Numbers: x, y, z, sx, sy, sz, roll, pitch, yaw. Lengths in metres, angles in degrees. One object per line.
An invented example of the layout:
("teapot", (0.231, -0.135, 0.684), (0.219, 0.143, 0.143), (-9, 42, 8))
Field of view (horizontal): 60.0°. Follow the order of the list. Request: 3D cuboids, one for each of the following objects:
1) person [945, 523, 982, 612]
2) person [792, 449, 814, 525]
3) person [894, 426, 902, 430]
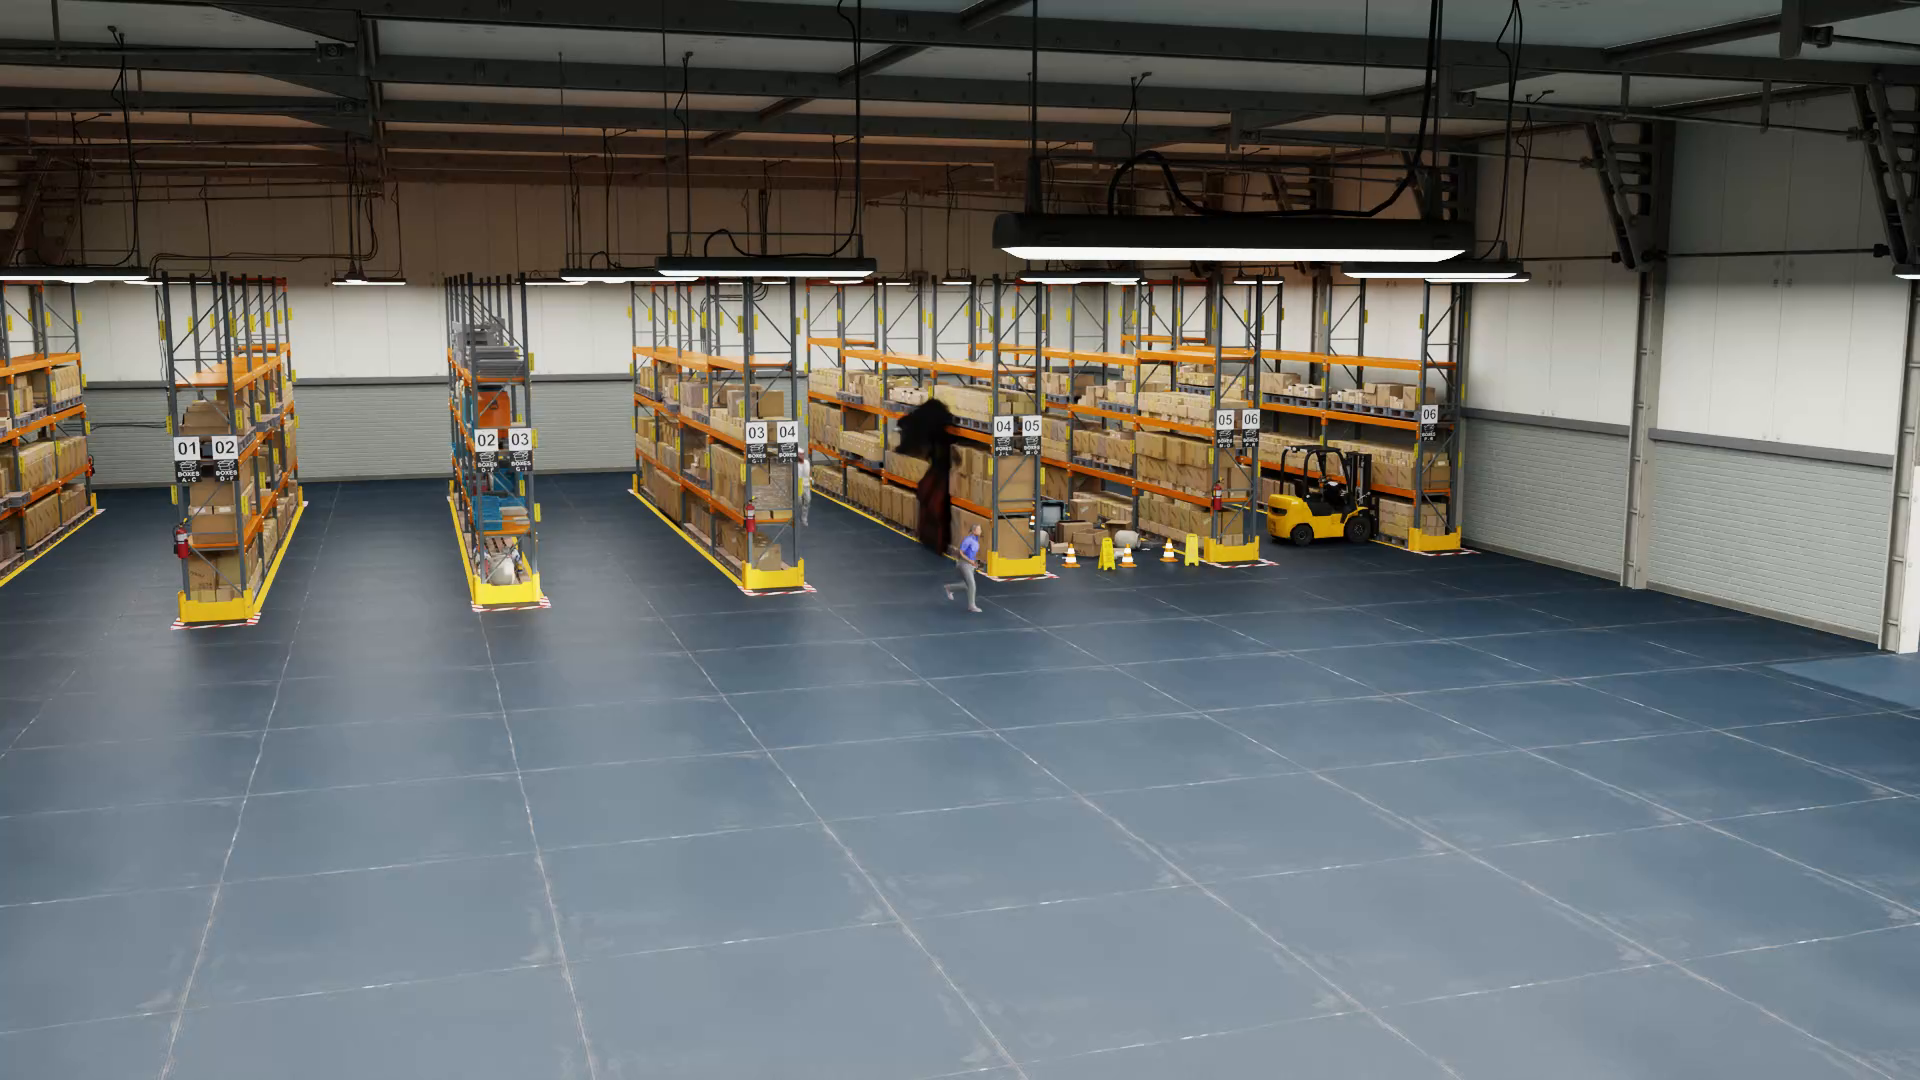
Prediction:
("person", (0.049, 0.478, 29.734), (0.738, 1.607, 0.561), (5, 10, 29))
("person", (-3.710, -1.245, 38.658), (0.693, 1.769, 0.764), (-5, 10, -30))
("person", (-1.830, -2.449, 48.463), (0.661, 1.735, 0.640), (-6, 11, -37))
